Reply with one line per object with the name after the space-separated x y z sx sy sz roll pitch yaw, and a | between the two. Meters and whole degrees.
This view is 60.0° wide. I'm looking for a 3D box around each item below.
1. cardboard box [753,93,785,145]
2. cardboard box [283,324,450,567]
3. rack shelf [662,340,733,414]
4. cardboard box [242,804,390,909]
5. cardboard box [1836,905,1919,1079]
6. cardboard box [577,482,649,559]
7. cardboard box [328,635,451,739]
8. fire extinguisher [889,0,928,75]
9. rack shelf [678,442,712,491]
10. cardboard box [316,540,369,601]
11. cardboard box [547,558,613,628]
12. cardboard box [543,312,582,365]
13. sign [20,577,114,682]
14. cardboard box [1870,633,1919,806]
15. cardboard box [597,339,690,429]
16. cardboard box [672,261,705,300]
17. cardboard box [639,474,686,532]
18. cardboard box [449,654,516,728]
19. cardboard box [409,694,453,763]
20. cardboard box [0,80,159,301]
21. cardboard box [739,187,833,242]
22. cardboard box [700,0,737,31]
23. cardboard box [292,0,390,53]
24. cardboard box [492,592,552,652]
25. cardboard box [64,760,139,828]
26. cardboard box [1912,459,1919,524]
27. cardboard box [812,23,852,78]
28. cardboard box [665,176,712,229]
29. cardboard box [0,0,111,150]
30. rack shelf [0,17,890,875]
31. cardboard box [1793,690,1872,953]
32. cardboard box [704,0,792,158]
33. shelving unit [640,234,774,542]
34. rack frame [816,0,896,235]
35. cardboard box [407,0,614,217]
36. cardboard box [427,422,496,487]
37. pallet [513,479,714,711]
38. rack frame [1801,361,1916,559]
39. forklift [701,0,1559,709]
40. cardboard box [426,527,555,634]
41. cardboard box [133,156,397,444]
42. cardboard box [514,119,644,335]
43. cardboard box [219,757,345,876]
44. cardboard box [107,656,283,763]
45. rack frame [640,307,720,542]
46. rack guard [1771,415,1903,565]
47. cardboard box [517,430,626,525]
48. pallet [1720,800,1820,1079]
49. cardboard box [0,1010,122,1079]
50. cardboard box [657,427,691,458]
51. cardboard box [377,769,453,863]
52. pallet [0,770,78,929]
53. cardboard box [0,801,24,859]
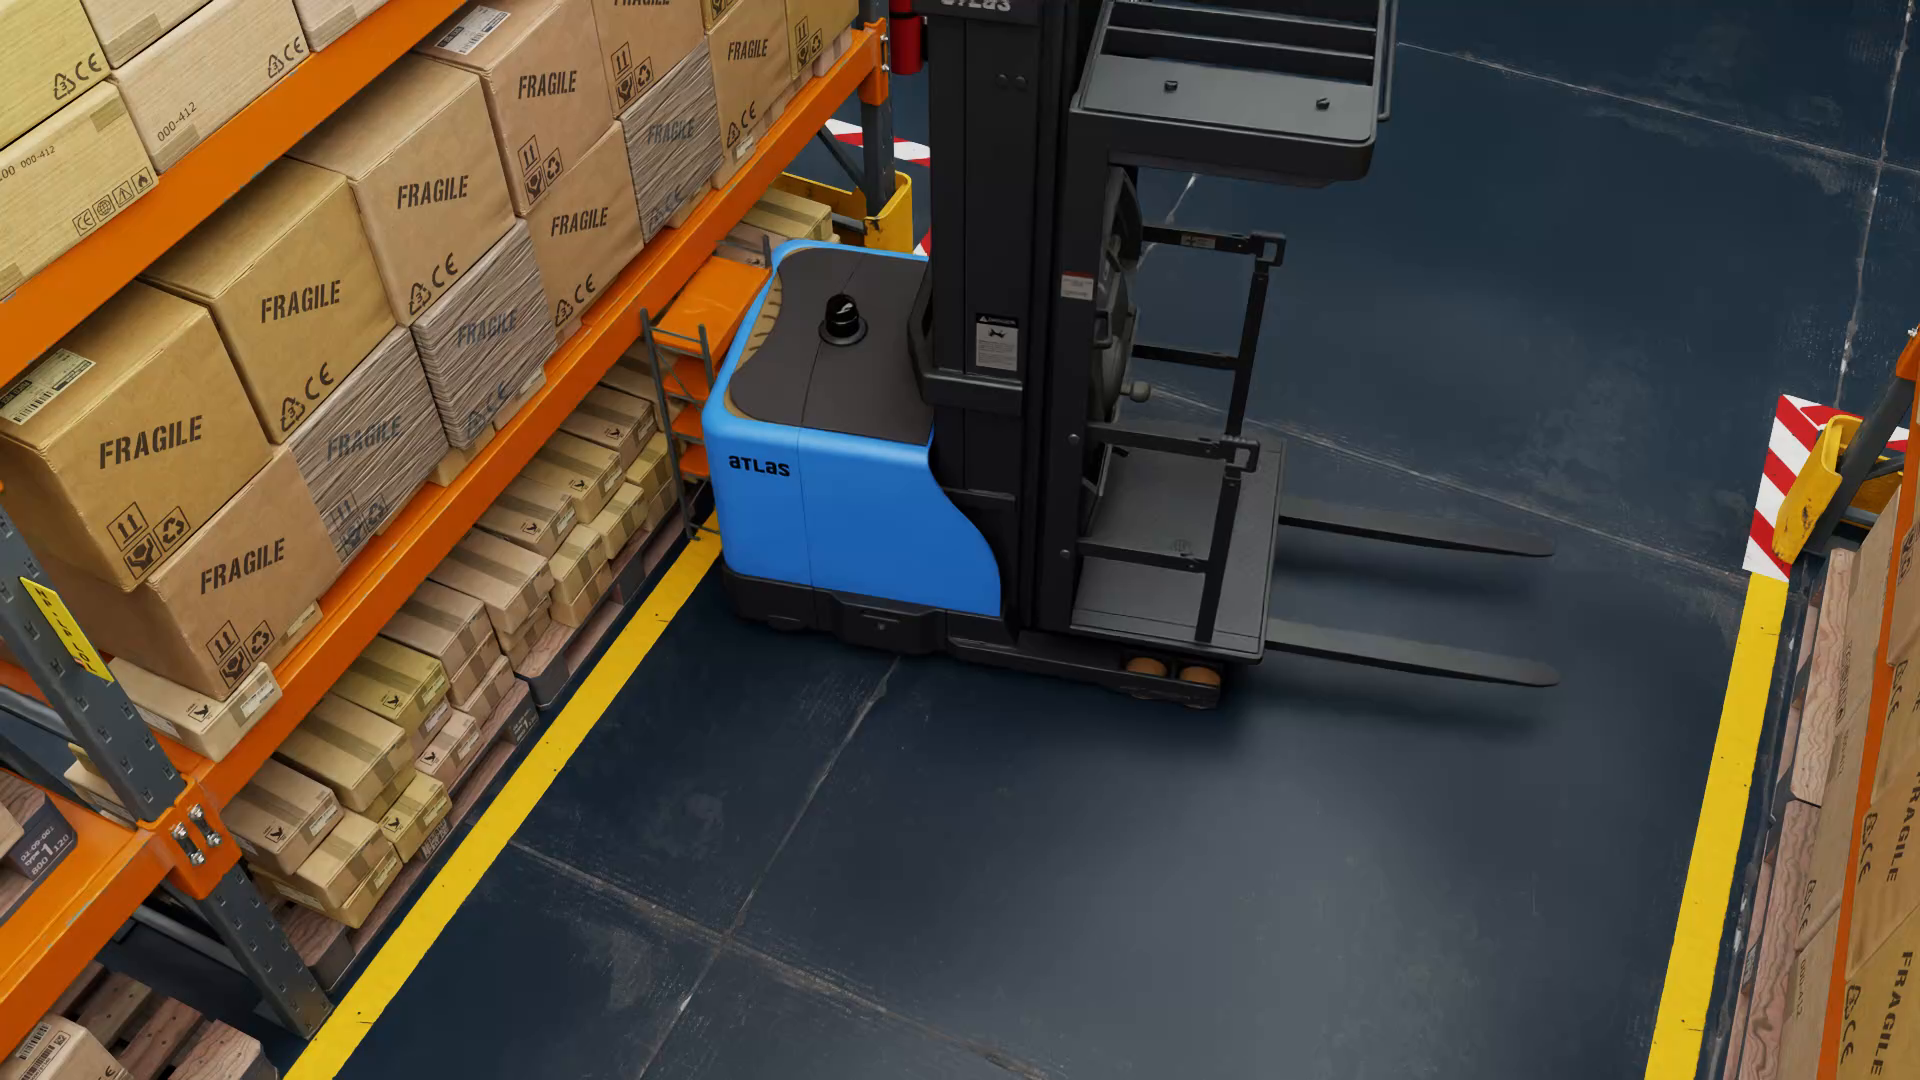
-0.877 -1.622 6.141 0.380 0.149 0.250 19 52 16 | cardboard box
-1.824 -0.333 4.618 0.500 0.500 0.500 20 52 16 | cardboard box
-0.872 -0.639 6.061 0.258 0.148 0.480 17 52 14 | rack shelf
-2.024 0.944 5.193 0.380 0.149 0.250 22 53 18 | cardboard box
2.232 1.148 3.553 0.500 0.500 0.500 19 52 15 | cardboard box
-1.376 -0.120 6.099 0.380 0.149 0.250 20 53 16 | cardboard box
-1.899 0.463 5.407 0.380 0.149 0.250 19 52 16 | cardboard box
-0.235 -2.234 6.792 0.296 0.674 0.183 20 52 16 | fire extinguisher
-0.869 -0.369 6.386 0.258 0.148 0.480 17 52 14 | rack shelf
-1.942 -0.012 4.771 0.380 0.149 0.250 18 52 15 | cardboard box
-1.505 0.133 6.079 0.380 0.149 0.250 19 52 15 | cardboard box
-1.460 -0.731 5.383 0.380 0.149 0.250 22 53 17 | cardboard box
-1.965 0.201 3.664 0.100 0.325 0.005 20 52 16 | sign
2.671 0.442 4.154 0.500 0.500 0.500 21 53 17 | cardboard box
-1.144 -0.580 6.294 0.380 0.149 0.250 22 53 17 | cardboard box
-0.912 -0.940 6.601 0.380 0.149 0.250 19 52 15 | cardboard box
-1.286 -0.222 6.381 0.380 0.149 0.250 21 53 17 | cardboard box
-1.786 0.477 5.786 0.380 0.149 0.250 19 52 15 | cardboard box
-1.926 0.561 5.519 0.380 0.149 0.250 20 52 16 | cardboard box
-2.032 -0.758 3.370 0.500 0.250 0.500 22 53 18 | cardboard box
-0.757 -1.314 6.919 0.380 0.149 0.250 20 53 16 | cardboard box
-0.947 -2.064 5.435 0.500 0.500 0.500 18 52 15 | cardboard box
-1.586 -1.458 3.966 0.500 0.250 0.500 22 53 18 | cardboard box
-1.669 0.194 5.831 0.380 0.149 0.250 22 53 18 | cardboard box
-2.621 0.769 5.342 0.380 0.149 0.250 21 53 17 | cardboard box
3.104 -0.253 4.745 0.500 0.500 0.500 19 52 16 | cardboard box
-0.643 -1.958 6.427 0.380 0.149 0.250 20 52 16 | cardboard box
-1.104 -1.267 5.838 0.380 0.149 0.250 18 52 14 | cardboard box
-2.046 -0.941 3.197 0.500 0.250 0.500 21 53 17 | cardboard box
-1.614 -0.746 5.703 1.077 0.370 4.000 20 52 16 | rack shelf
3.184 0.999 5.152 0.875 0.438 0.875 21 53 17 | cardboard box
-0.943 -1.739 5.814 0.500 0.500 0.500 19 52 16 | cardboard box
-0.871 -0.539 6.181 0.258 1.200 0.503 17 52 14 | shelving unit
-0.759 -2.356 6.601 1.000 3.000 0.127 20 52 16 | rack frame
-1.384 -1.338 4.817 0.500 0.500 0.500 18 52 15 | cardboard box
-1.653 -0.349 5.058 0.380 0.149 0.250 21 53 17 | cardboard box
-1.693 -0.015 6.440 1.003 0.211 1.213 20 52 16 | pallet
3.759 -0.815 5.289 1.000 3.000 0.127 20 52 16 | rack frame
0.690 -0.783 5.307 3.031 2.935 1.130 9 50 8 | forklift
-1.626 0.127 5.693 0.380 0.149 0.250 21 53 17 | cardboard box
-1.848 -0.648 4.230 0.500 0.500 0.500 18 52 15 | cardboard box
-1.374 -1.047 5.225 0.500 0.500 0.500 22 53 18 | cardboard box
-2.134 0.823 5.101 0.380 0.149 0.250 22 53 18 | cardboard box
-2.051 0.391 4.428 0.380 0.149 0.250 22 53 17 | cardboard box
-0.961 -0.364 6.037 0.240 1.200 0.015 17 52 14 | rack frame
3.770 -0.022 6.255 1.175 0.500 0.348 20 52 16 | rack guard
-1.443 -0.245 6.009 0.380 0.149 0.250 20 52 16 | cardboard box
2.966 1.501 5.149 1.003 0.211 1.213 20 52 16 | pallet
-2.558 1.424 4.257 0.500 0.250 0.500 19 52 15 | cardboard box
-1.157 -0.489 6.413 0.380 0.149 0.250 21 53 17 | cardboard box
-1.909 0.856 5.463 0.380 0.149 0.250 21 53 17 | cardboard box
-2.926 0.939 3.922 1.003 0.211 1.213 20 52 16 | pallet
-2.459 0.681 3.905 0.380 0.149 0.250 19 52 15 | cardboard box
